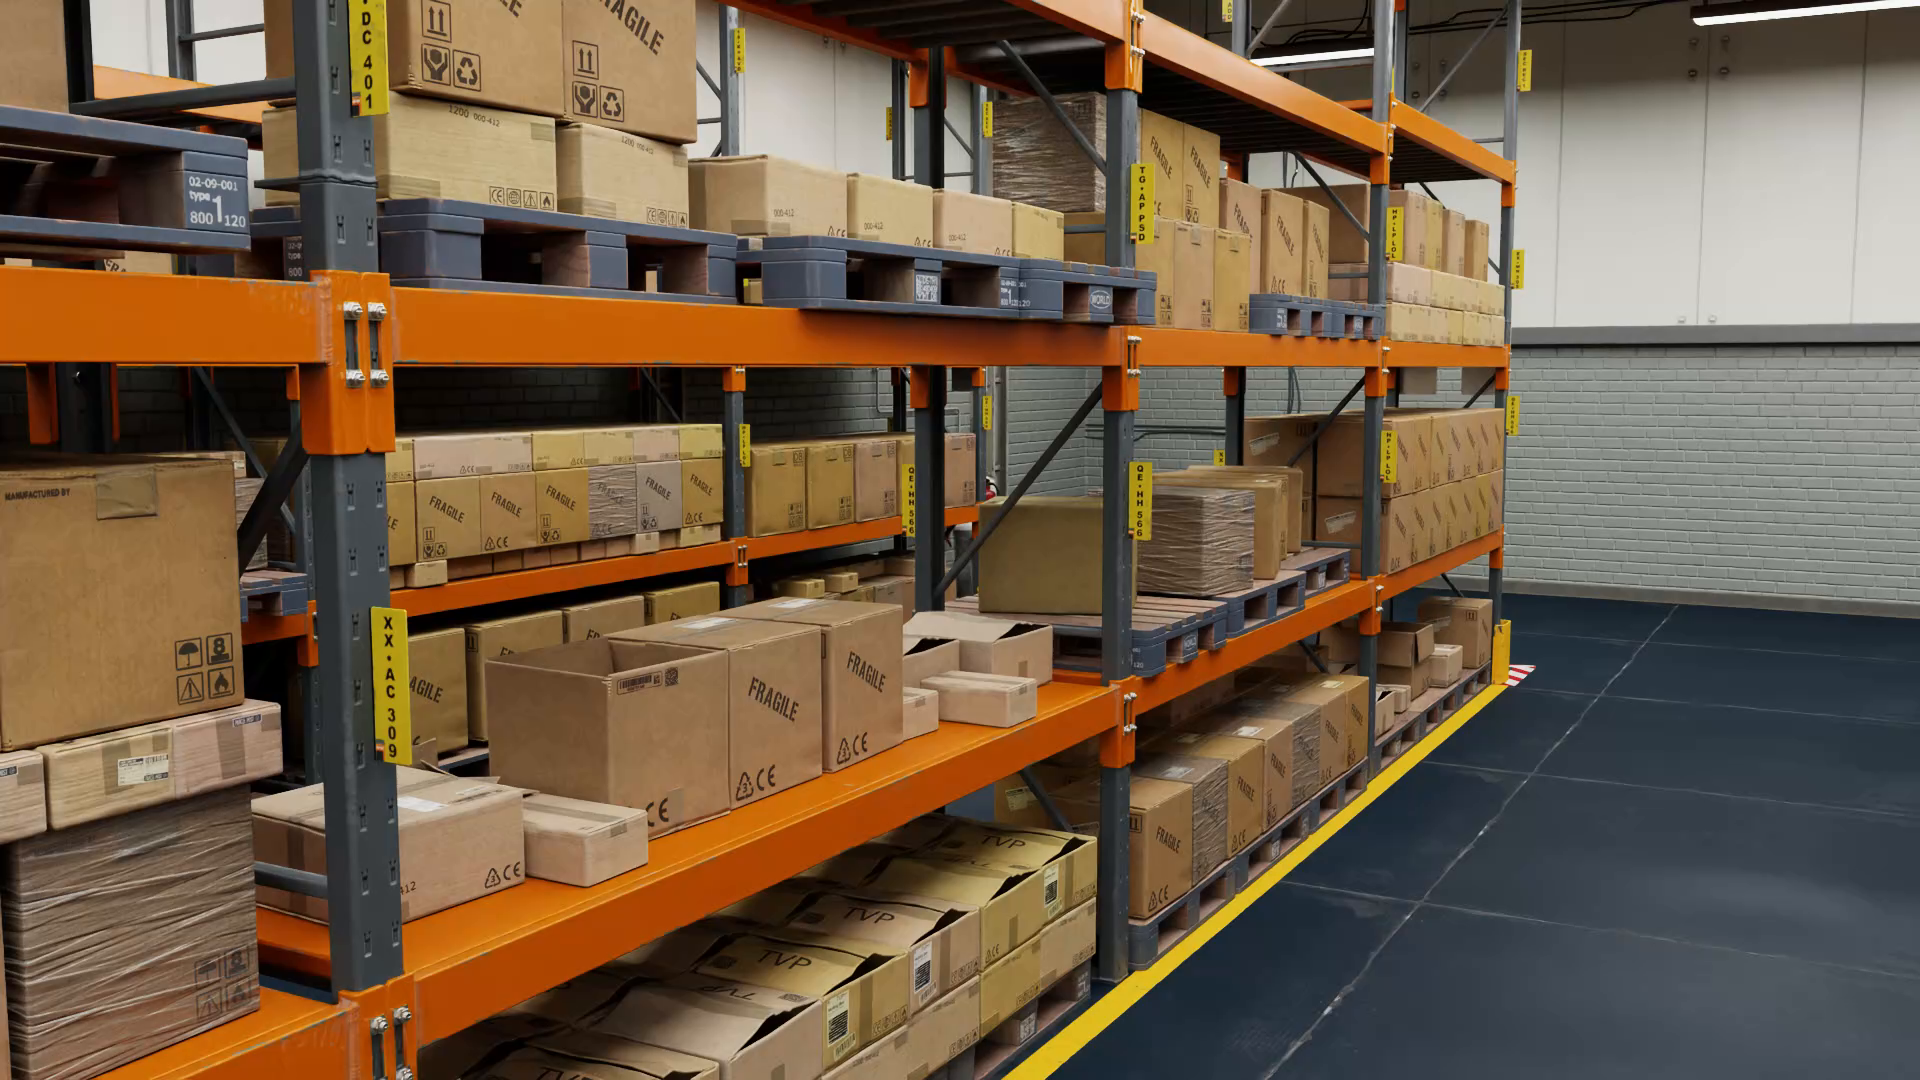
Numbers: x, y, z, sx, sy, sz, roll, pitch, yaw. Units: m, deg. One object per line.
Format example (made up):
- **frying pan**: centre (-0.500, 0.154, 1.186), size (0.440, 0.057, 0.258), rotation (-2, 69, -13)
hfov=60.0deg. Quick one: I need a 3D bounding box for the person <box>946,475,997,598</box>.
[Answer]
- **person**: centre (0.095, -0.117, 18.095), size (0.585, 1.771, 0.626), rotation (-2, 6, -20)
